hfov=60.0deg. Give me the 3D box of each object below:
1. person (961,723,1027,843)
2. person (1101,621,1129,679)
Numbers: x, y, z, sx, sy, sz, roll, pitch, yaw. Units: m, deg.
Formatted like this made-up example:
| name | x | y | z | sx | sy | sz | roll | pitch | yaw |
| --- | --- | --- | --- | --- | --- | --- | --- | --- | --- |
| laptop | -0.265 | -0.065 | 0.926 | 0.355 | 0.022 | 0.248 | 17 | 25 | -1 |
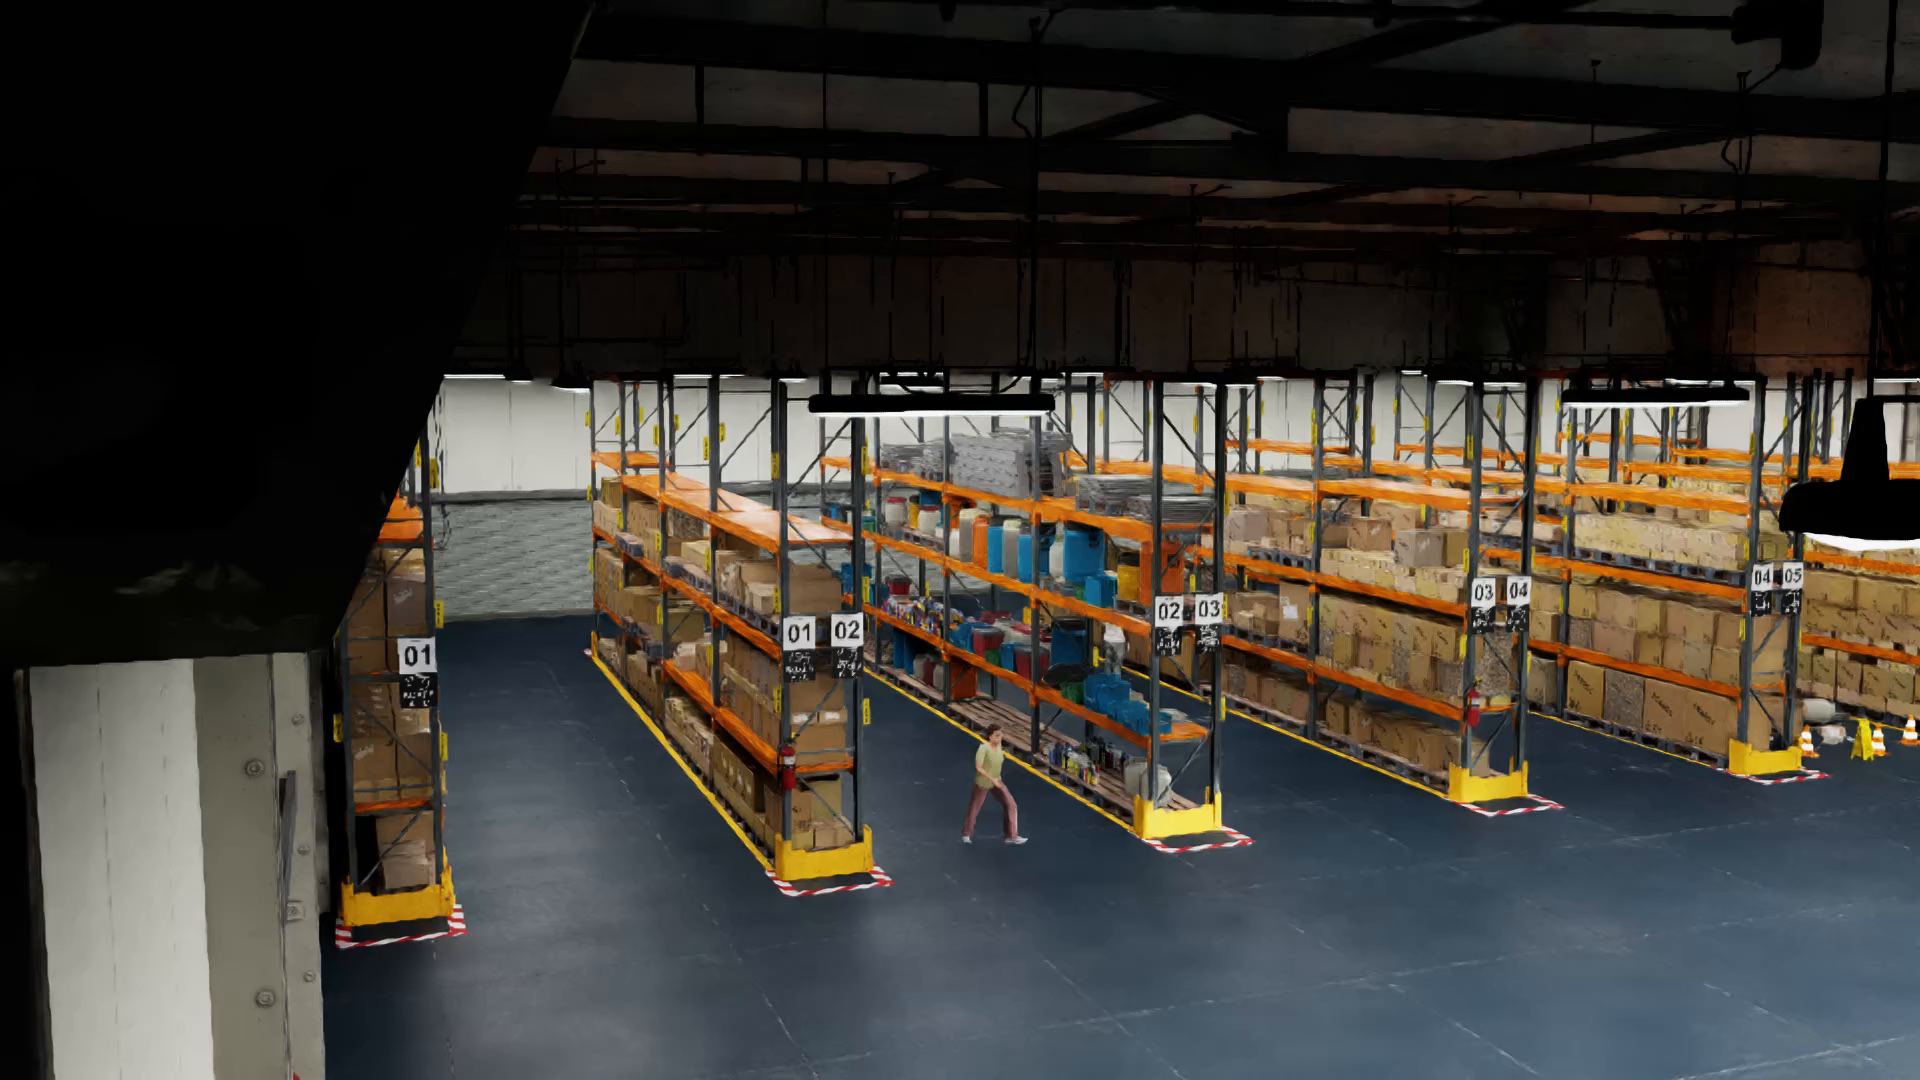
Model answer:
| name | x | y | z | sx | sy | sz | roll | pitch | yaw |
| --- | --- | --- | --- | --- | --- | --- | --- | --- | --- |
| person | 0.388 | 3.135 | 21.459 | 0.626 | 1.610 | 0.799 | -5 | 8 | -39 |
| person | 2.954 | 1.925 | 31.411 | 0.618 | 1.783 | 0.457 | 5 | 8 | 38 |
